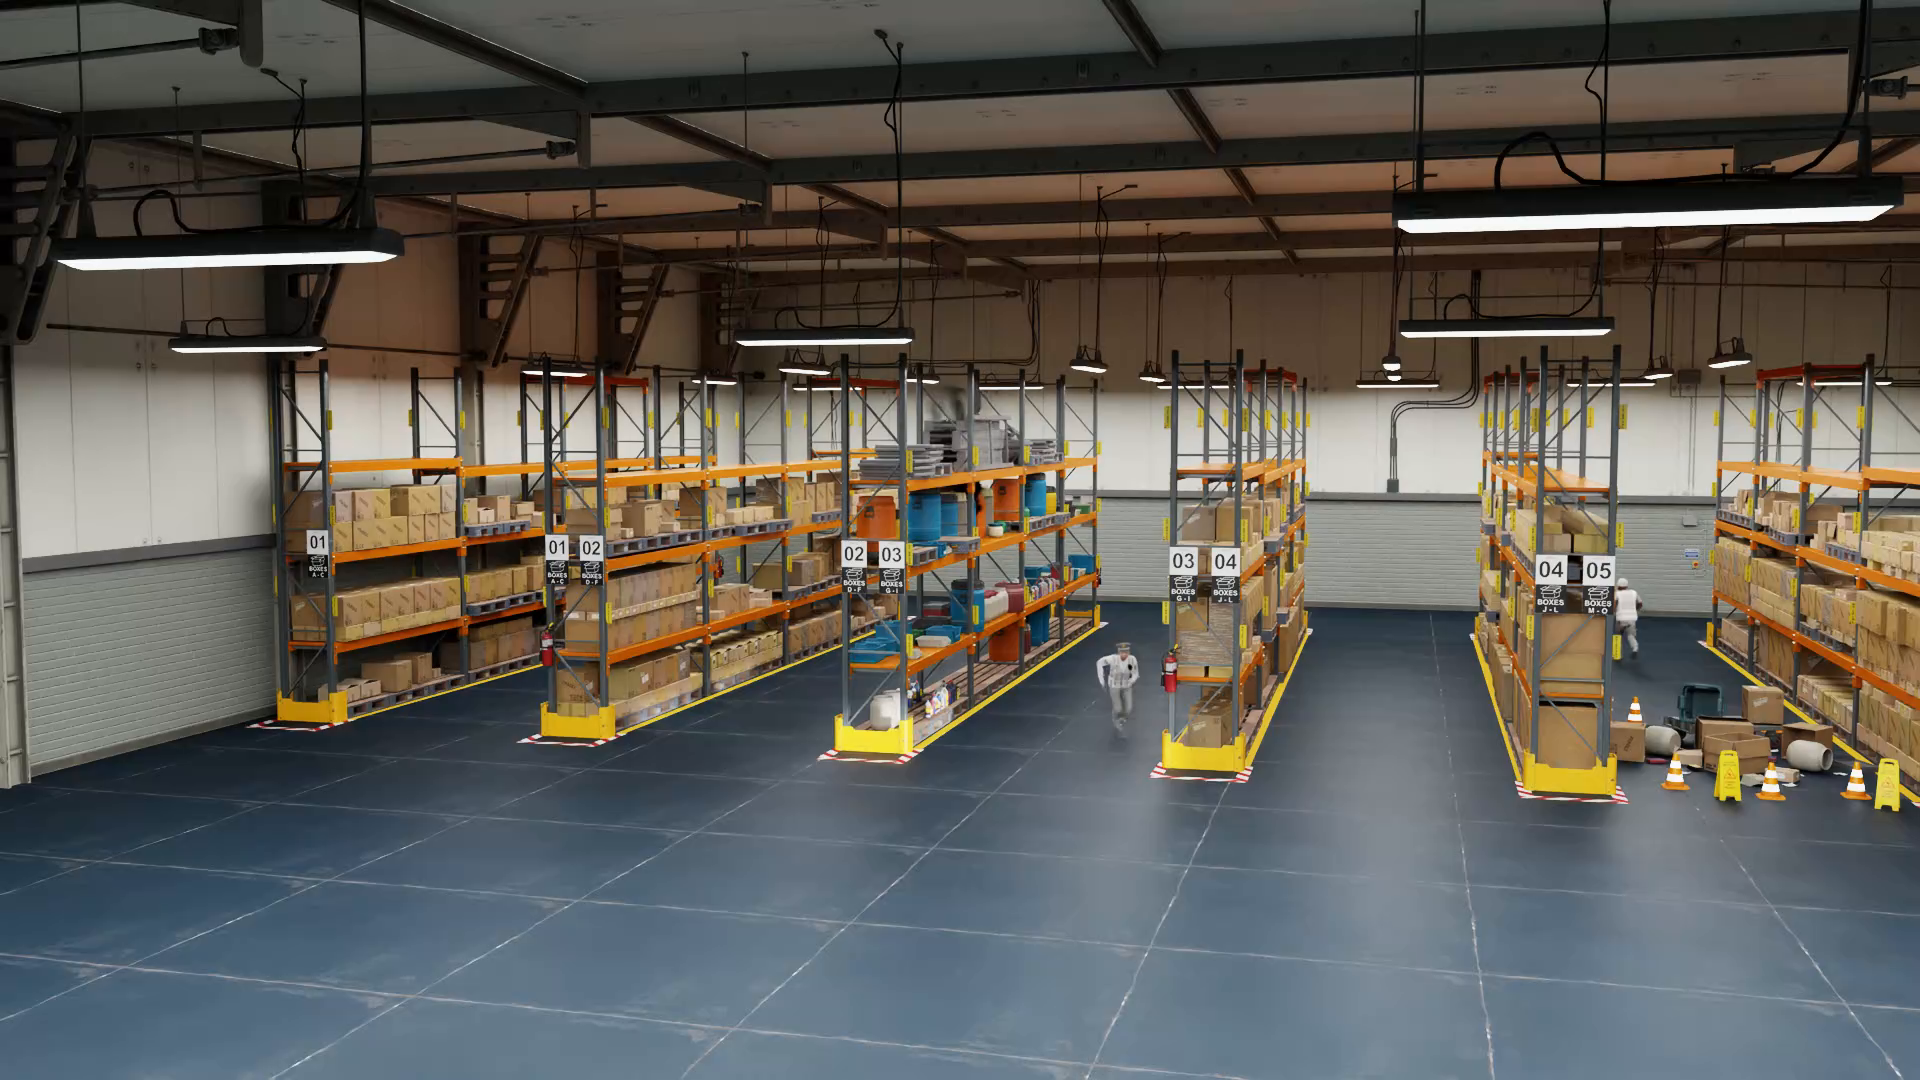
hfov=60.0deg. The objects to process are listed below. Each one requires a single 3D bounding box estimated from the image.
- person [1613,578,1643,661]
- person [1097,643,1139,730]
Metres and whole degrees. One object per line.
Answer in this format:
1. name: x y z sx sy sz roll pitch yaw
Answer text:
1. person: 13.638 1.684 34.034 0.681 1.768 1.128 0 4 4
2. person: 2.457 2.291 25.864 0.641 1.450 0.753 0 4 -6
